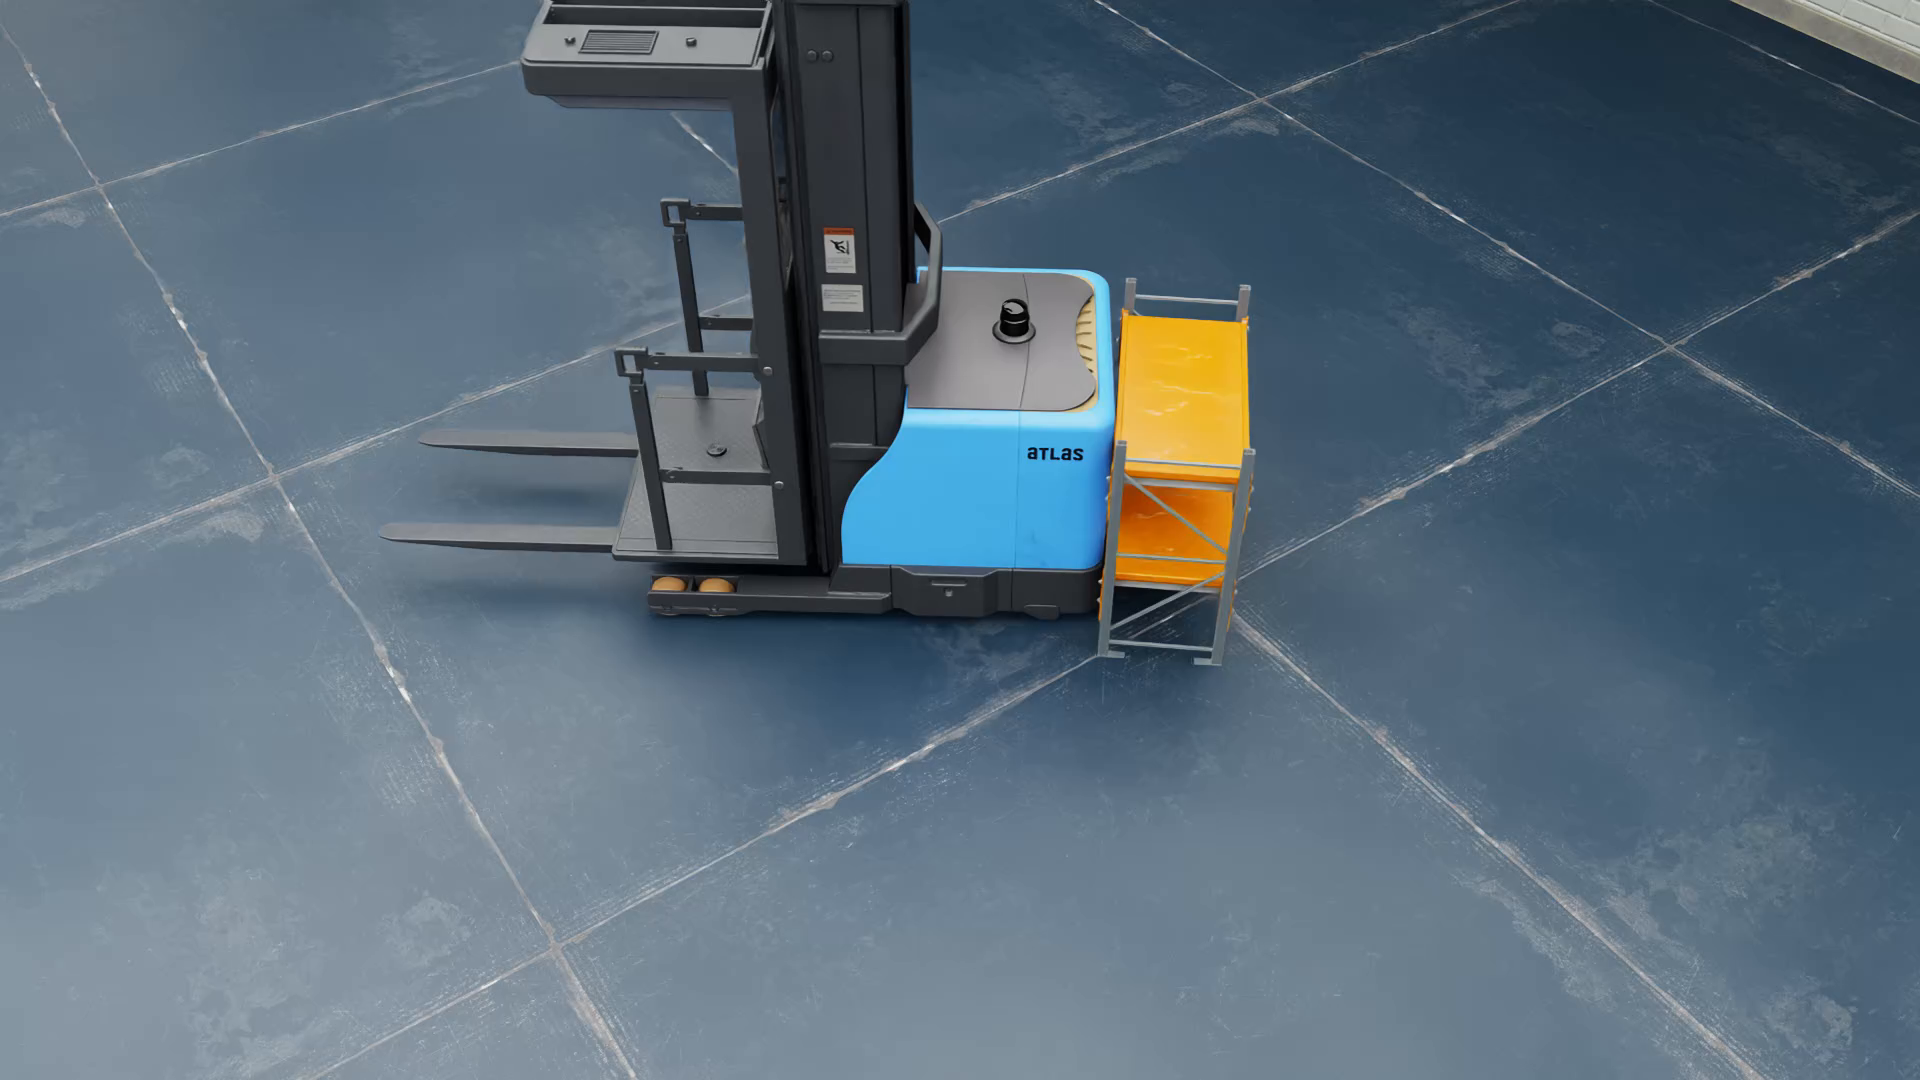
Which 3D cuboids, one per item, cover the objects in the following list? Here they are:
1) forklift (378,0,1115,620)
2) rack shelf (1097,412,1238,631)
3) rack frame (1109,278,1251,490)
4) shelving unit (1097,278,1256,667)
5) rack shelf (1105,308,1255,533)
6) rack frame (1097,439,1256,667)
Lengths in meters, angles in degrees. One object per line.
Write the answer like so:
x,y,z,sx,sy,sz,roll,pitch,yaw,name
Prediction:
-0.904,-1.105,6.276,3.031,2.935,1.130,2,44,2,forklift
0.863,-0.098,6.883,0.538,0.278,1.000,4,44,5,rack shelf
0.918,-0.624,7.080,0.500,1.125,0.032,4,44,5,rack frame
0.863,-0.275,6.714,0.538,1.125,1.048,4,44,5,shelving unit
0.863,-0.487,6.512,0.538,0.278,1.000,4,44,5,rack shelf
0.807,0.074,6.349,0.500,1.125,0.032,4,44,5,rack frame
